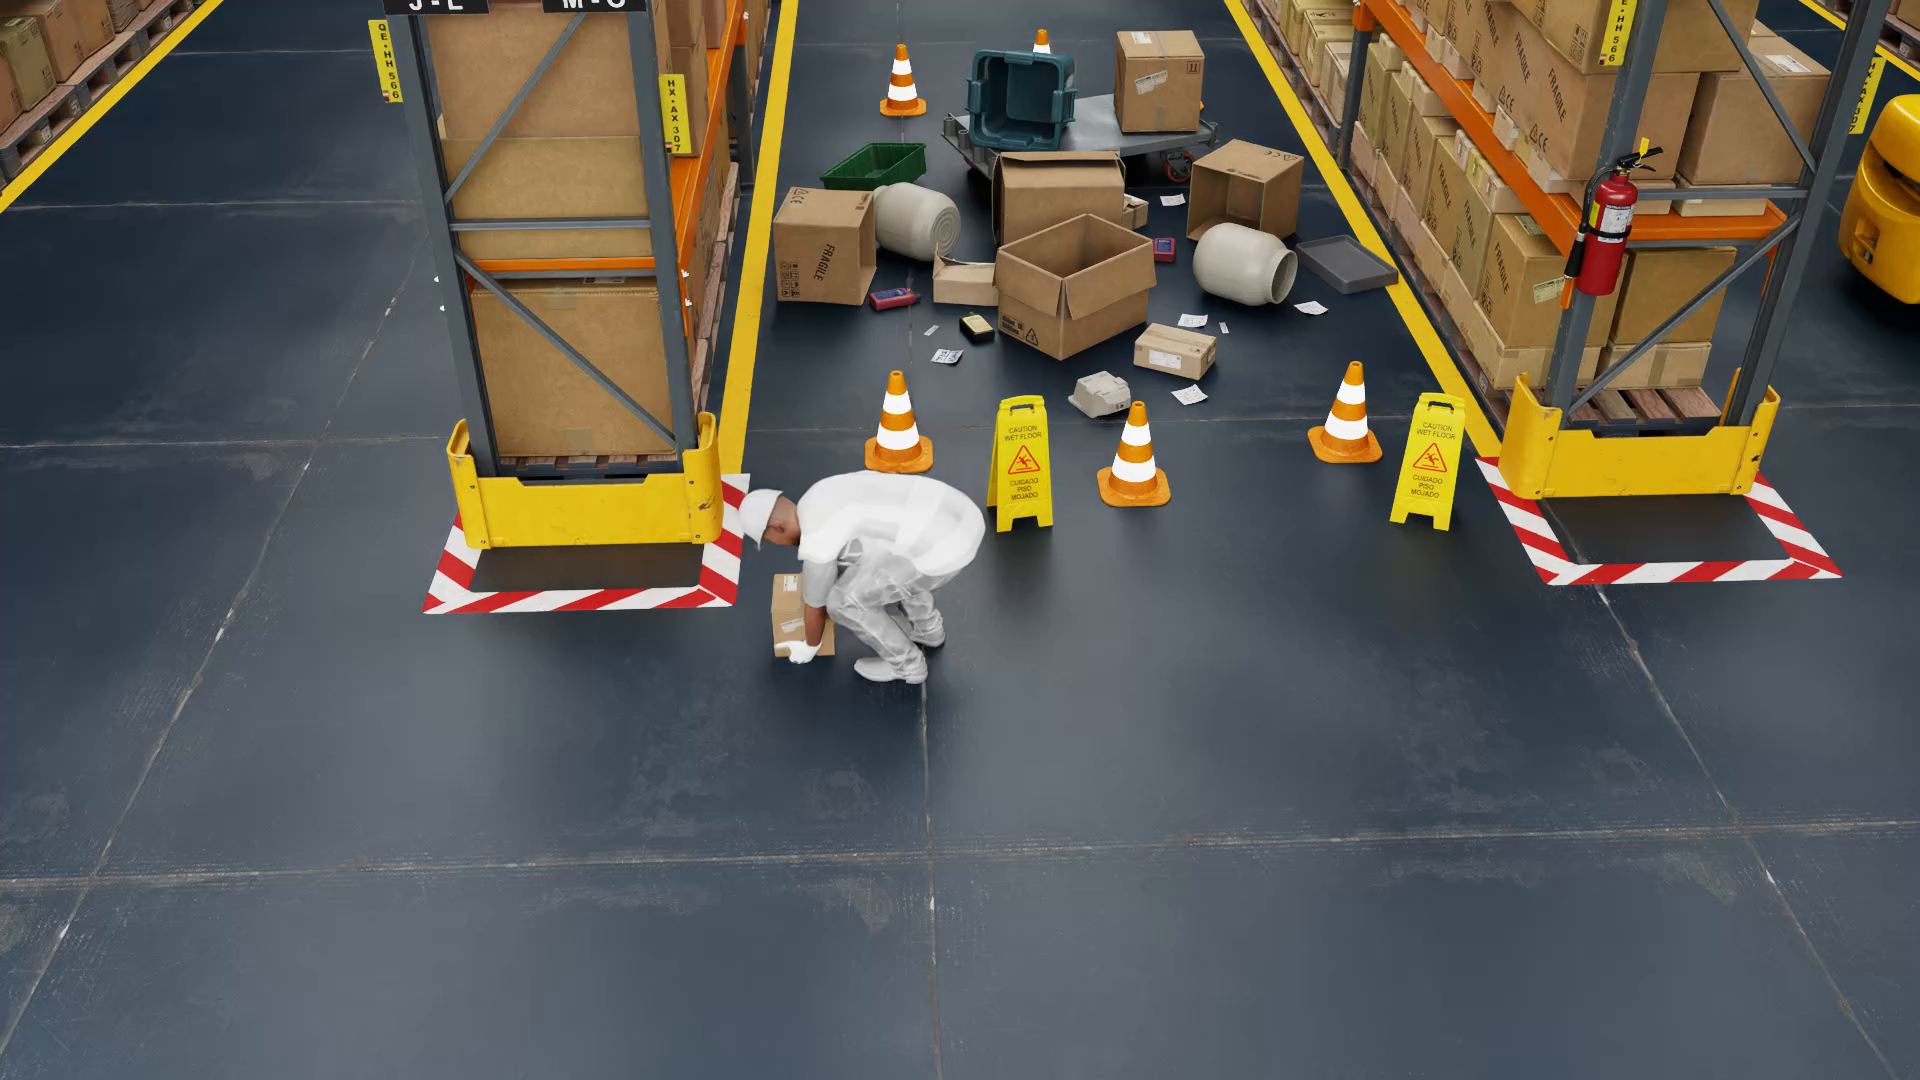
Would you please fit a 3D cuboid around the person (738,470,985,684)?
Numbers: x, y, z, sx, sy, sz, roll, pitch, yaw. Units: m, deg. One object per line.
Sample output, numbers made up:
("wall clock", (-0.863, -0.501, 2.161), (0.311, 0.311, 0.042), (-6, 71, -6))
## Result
("person", (-0.405, 0.135, 6.779), (0.991, 0.859, 0.546), (8, 36, 11))
